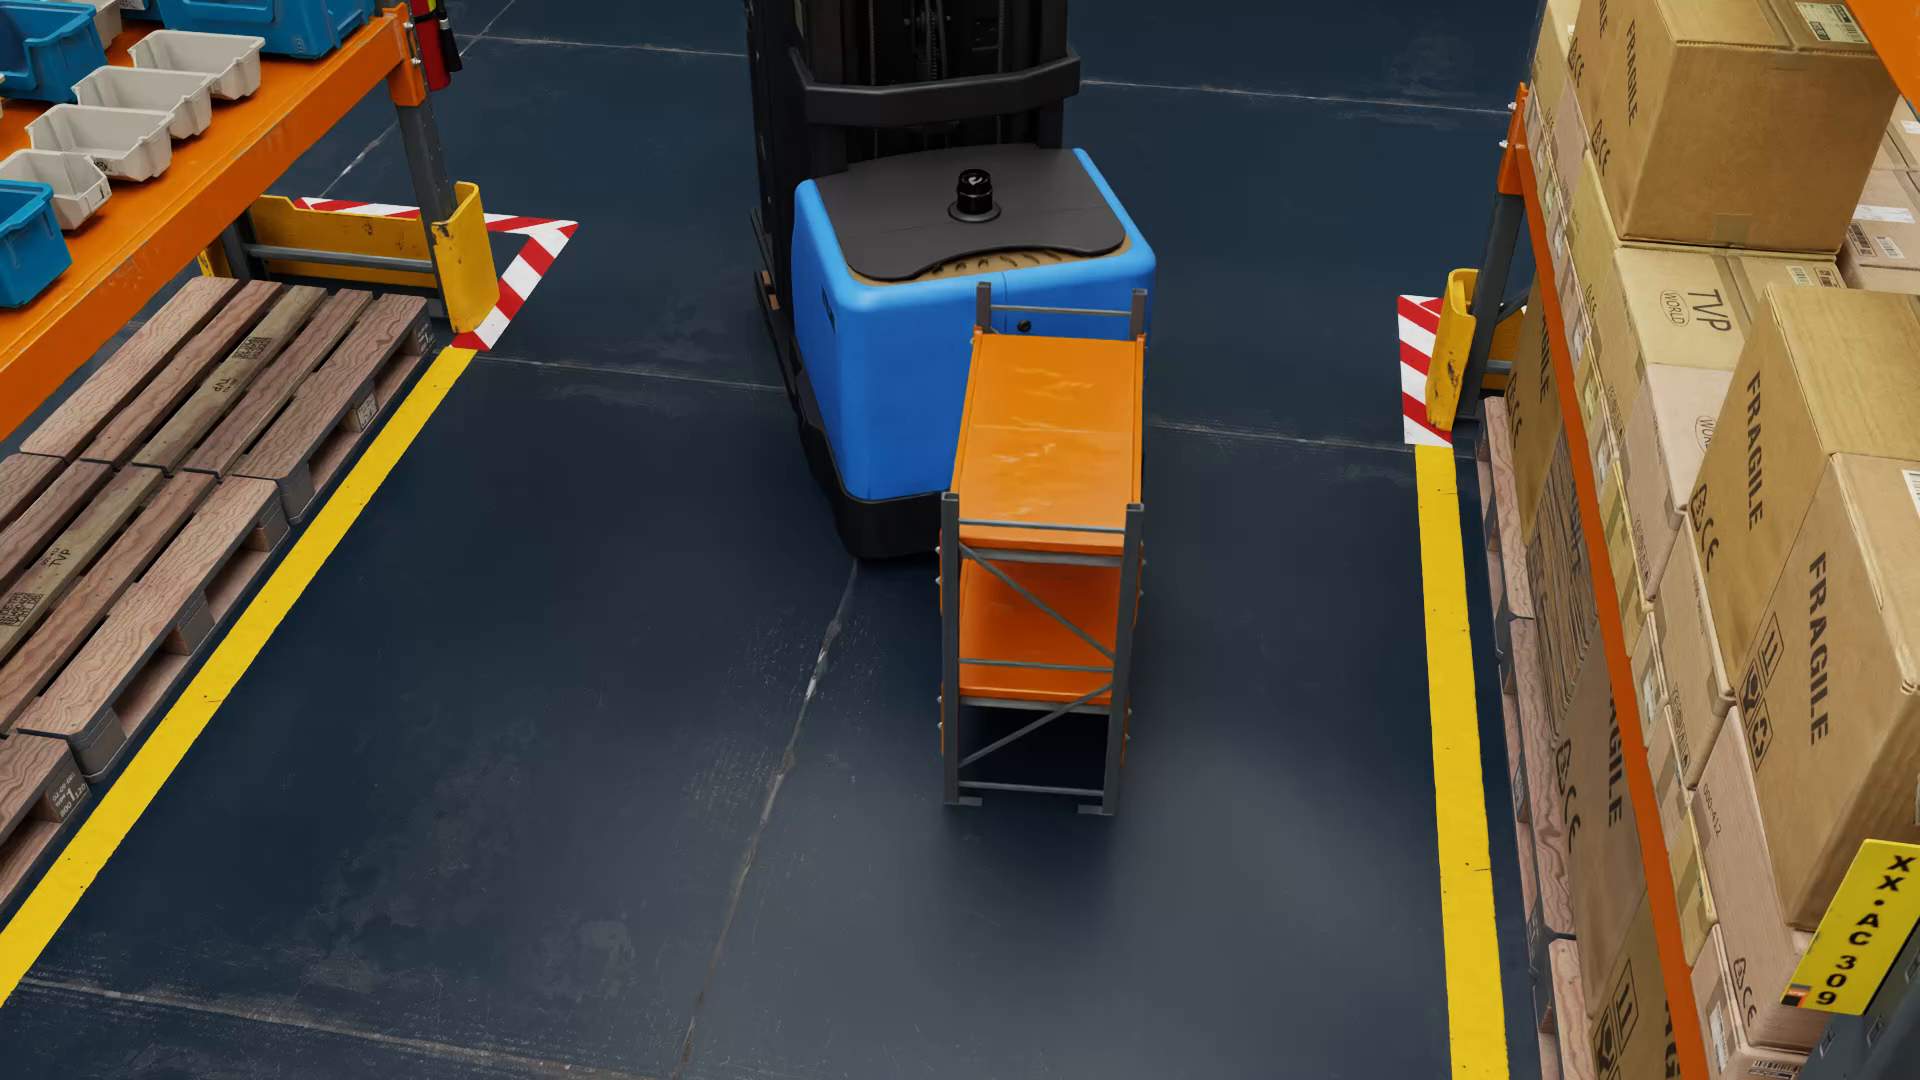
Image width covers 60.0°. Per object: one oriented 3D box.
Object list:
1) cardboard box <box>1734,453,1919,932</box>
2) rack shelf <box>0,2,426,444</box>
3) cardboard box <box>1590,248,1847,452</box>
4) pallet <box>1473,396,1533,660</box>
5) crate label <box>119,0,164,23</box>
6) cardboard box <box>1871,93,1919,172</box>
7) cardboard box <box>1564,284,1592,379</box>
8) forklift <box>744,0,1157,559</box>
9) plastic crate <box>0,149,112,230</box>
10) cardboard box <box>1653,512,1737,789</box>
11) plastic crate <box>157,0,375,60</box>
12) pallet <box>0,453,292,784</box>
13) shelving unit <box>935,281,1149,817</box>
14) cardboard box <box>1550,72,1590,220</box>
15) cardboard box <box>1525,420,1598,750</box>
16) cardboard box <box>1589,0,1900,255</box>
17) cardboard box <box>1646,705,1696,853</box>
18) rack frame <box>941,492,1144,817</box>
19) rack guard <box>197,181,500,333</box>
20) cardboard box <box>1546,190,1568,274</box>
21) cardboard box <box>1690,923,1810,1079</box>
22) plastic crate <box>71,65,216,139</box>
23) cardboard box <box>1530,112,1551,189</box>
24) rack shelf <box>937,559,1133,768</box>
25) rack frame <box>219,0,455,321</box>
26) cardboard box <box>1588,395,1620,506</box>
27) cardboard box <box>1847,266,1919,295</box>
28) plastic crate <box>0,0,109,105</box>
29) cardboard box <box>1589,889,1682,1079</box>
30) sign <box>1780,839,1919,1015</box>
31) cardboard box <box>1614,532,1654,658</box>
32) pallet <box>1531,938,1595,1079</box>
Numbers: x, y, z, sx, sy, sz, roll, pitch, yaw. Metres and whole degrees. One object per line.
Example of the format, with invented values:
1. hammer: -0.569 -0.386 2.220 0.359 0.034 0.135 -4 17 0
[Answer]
1. cardboard box: 1.485 0.247 2.393 0.500 0.500 0.500 7 40 9
2. rack shelf: -2.863 -0.614 4.703 1.077 0.370 4.000 6 40 8
3. cardboard box: 1.753 -0.415 3.782 0.500 0.250 0.500 6 40 7
4. pallet: 2.300 -0.015 5.602 1.003 0.211 1.213 6 40 8
5. crate label: -2.884 -1.986 5.882 0.416 0.233 0.303 6 40 8
6. cardboard box: 2.450 -1.005 4.496 0.500 0.250 0.500 6 40 7
7. cardboard box: 1.754 -0.509 4.209 0.380 0.149 0.250 6 40 7
8. forklift: -0.226 -2.013 5.884 1.130 2.935 3.031 -9 40 -11
9. plastic crate: -2.602 -0.990 4.753 0.298 0.136 0.250 6 40 8
10. cardboard box: 1.574 0.223 3.011 0.500 0.250 0.500 8 40 9
11. plastic crate: -2.391 -1.952 5.682 0.616 0.435 0.499 6 40 8
12. pallet: -2.912 0.205 5.336 1.003 0.211 1.213 6 40 8
13. shelving unit: 0.251 0.016 4.847 0.538 1.125 1.048 3 40 4
14. cardboard box: 1.928 -1.058 4.560 0.500 0.250 0.500 6 40 7
15. cardboard box: 2.171 0.039 4.687 0.875 0.875 0.875 6 40 8
16. cardboard box: 1.842 -1.035 3.943 0.500 0.500 0.500 5 40 6
17. cardboard box: 1.488 0.457 3.040 0.380 0.149 0.250 6 40 7
18. rack frame: 0.203 0.339 4.457 0.500 1.125 0.032 3 40 4
19. rack guard: -2.526 -1.199 6.808 1.175 0.500 0.348 6 40 8
20. cardboard box: 1.844 -0.831 4.598 0.380 0.149 0.250 6 40 7
21. cardboard box: 1.399 0.780 2.650 0.380 0.149 0.250 7 40 8
22. plastic crate: -2.544 -1.355 5.195 0.396 0.136 0.243 6 40 8
23. cardboard box: 1.931 -1.155 4.991 0.380 0.149 0.250 6 40 7
24. rack shelf: 0.251 0.205 5.003 0.538 0.278 1.000 3 40 4
25. rack frame: -2.517 -2.146 5.992 1.000 3.000 0.127 6 40 8
26. cardboard box: 1.666 -0.186 3.818 0.380 0.149 0.250 7 40 8
27. cardboard box: 2.276 -0.358 3.713 0.500 0.250 0.500 6 40 8
28. plastic crate: -2.998 -1.573 5.383 0.416 0.233 0.300 6 40 8
29. cardboard box: 1.862 1.162 3.328 0.875 0.875 0.875 6 40 8
30. sign: 1.122 0.486 2.066 0.100 0.325 0.005 6 40 8
31. cardboard box: 1.577 0.134 3.431 0.380 0.149 0.250 7 40 9
32. pallet: 1.877 1.517 3.750 1.003 0.211 1.213 6 40 8
